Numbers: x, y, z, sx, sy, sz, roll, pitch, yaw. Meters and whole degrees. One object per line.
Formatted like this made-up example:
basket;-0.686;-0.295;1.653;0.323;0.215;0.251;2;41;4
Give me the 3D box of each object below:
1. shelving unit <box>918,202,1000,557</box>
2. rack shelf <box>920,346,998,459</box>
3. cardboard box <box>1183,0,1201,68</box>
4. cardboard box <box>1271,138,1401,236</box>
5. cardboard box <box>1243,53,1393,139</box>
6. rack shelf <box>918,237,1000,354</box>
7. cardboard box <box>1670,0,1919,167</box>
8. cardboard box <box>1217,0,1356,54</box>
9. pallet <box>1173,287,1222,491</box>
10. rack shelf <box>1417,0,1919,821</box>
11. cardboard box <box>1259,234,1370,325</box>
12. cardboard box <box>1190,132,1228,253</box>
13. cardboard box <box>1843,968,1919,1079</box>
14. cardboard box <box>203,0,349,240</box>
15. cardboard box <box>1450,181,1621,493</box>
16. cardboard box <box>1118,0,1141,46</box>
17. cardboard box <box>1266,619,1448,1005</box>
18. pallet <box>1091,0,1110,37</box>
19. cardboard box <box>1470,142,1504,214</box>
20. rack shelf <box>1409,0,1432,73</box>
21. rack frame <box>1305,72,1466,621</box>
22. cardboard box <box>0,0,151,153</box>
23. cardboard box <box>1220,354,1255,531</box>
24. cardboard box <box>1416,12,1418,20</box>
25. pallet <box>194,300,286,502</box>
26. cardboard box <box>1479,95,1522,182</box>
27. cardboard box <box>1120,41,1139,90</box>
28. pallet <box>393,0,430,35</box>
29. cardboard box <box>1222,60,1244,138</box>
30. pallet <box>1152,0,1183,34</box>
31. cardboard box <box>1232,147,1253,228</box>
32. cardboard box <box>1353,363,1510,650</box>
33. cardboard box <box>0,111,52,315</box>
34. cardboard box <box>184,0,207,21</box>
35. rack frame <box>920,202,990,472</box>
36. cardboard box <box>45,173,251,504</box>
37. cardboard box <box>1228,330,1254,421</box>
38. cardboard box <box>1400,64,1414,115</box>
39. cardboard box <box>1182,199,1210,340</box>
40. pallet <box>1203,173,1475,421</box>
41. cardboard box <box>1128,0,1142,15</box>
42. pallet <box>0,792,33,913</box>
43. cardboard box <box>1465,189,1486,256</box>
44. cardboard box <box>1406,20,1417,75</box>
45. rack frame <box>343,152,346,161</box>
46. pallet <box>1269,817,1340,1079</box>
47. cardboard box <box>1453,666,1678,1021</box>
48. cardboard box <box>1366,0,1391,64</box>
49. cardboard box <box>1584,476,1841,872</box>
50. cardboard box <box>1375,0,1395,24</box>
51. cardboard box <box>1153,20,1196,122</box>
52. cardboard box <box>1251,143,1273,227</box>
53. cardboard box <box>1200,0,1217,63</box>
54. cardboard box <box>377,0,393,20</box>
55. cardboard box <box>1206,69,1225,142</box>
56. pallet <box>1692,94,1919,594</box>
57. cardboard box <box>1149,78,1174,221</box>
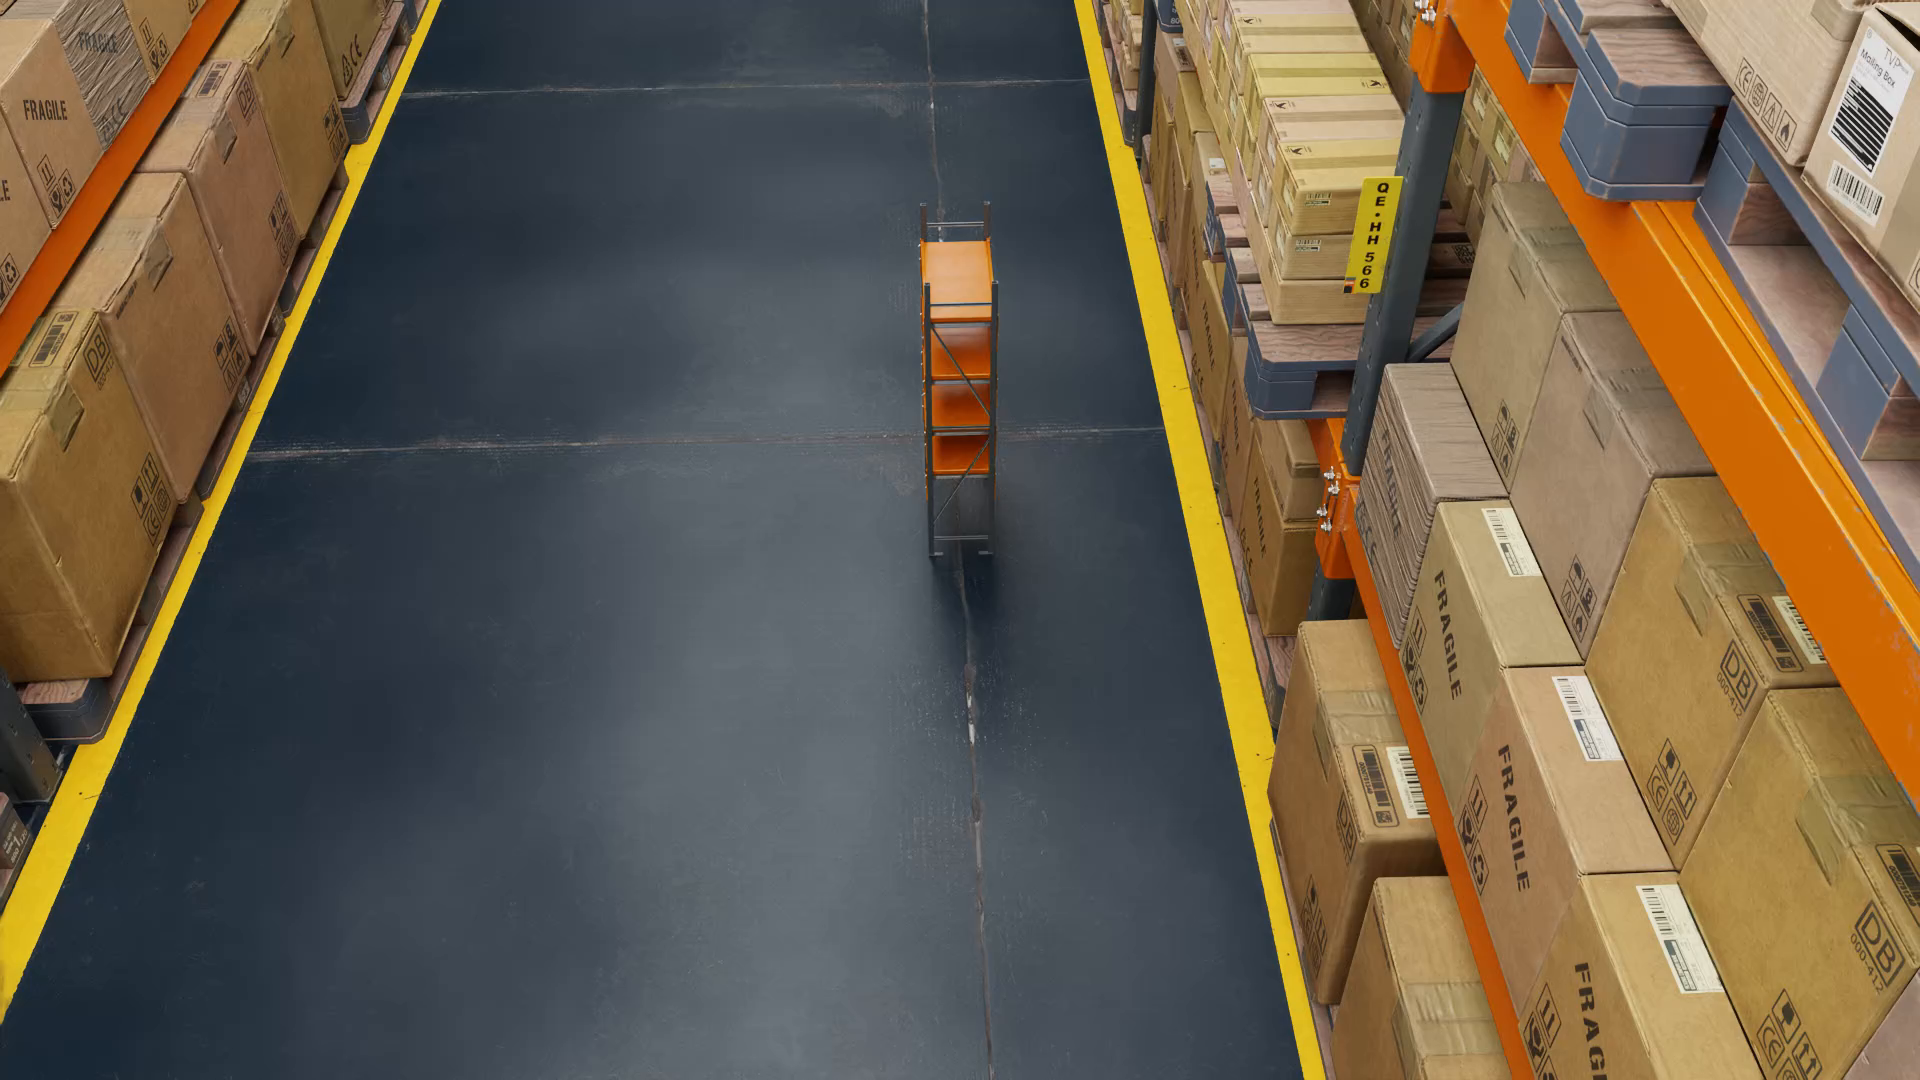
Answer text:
shelving unit;-0.007;-0.554;5.966;0.258;1.200;0.503;-2;43;-2
rack shelf;-0.007;-0.504;6.012;0.258;0.148;0.480;-2;43;-2
cardboard box;1.001;-1.792;5.861;0.380;0.149;0.250;-3;43;-4
cardboard box;1.066;-0.960;4.512;0.380;0.149;0.250;-3;43;-3
cardboard box;1.047;-1.306;4.890;0.380;0.149;0.250;0;43;0
rack shelf;-0.007;-0.844;5.701;0.258;0.148;0.480;-2;43;-2
cardboard box;1.378;-0.770;2.376;0.500;0.250;0.500;-1;43;-1
cardboard box;1.028;-1.649;5.264;0.380;0.149;0.250;-2;43;-2
pallet;1.465;-0.682;6.838;1.003;0.211;1.213;-2;43;-2
rack shelf;1.630;0.149;2.180;1.077;0.370;4.000;-2;43;-2
cardboard box;1.065;-0.743;4.715;0.380;0.149;0.250;-1;43;-1
cardboard box;1.185;-1.360;6.498;0.500;0.250;0.500;0;43;0
cardboard box;1.643;0.911;2.222;0.700;0.500;0.500;-1;43;-1
cardboard box;-3.537;-1.927;7.394;1.225;0.875;0.875;-2;43;-2
cardboard box;1.554;-0.463;3.721;0.700;0.500;0.500;-2;43;-2
cardboard box;1.021;-2.660;8.511;0.380;0.149;0.250;-4;43;-4
cardboard box;1.481;0.728;4.590;1.050;0.750;0.750;-2;43;-2
pallet;1.257;-3.311;9.706;1.003;0.211;1.213;-2;43;-2
cardboard box;1.712;-1.048;4.828;0.380;0.149;0.250;0;43;0
rack shelf;1.460;-2.551;5.126;1.077;0.370;4.000;-2;43;-2
rack frame;1.545;-0.361;4.423;1.000;3.000;0.127;-2;43;-2
cardboard box;-3.232;-1.691;5.801;0.500;0.500;0.500;-1;43;-2
cardboard box;1.238;-0.381;5.985;0.500;0.500;0.500;0;43;0
cardboard box;1.675;-1.668;5.285;0.380;0.149;0.250;0;43;0
pallet;-3.421;-0.615;6.764;1.003;0.211;1.213;-2;43;-2
cardboard box;1.705;-1.141;4.710;0.380;0.149;0.250;-3;43;-3
cardboard box;1.018;-2.420;8.469;0.380;0.149;0.250;-1;43;-1
pallet;-3.593;-3.300;9.694;1.003;0.211;1.213;-2;43;-2
cardboard box;1.032;-1.379;5.190;0.380;0.149;0.250;-2;43;-2
pallet;1.263;-2.470;6.867;1.003;0.211;1.213;-2;43;-2
cardboard box;1.045;-1.084;5.088;0.380;0.149;0.250;-1;43;-1
cardboard box;1.295;-0.087;4.051;0.500;0.500;0.500;-1;43;-1
cardboard box;-3.187;-1.007;5.055;0.500;0.500;0.500;-3;43;-3
cardboard box;-3.277;-2.382;6.554;0.500;0.500;0.500;0;43;0
rack frame;-0.017;-0.719;6.146;0.240;1.200;0.015;-2;43;-2
cardboard box;-3.453;-0.726;6.084;1.225;0.875;0.875;-2;43;-2
cardboard box;1.222;-0.665;5.740;0.500;0.250;0.500;-1;43;-1
cardboard box;1.678;-1.456;5.493;0.380;0.149;0.250;0;43;0
cardboard box;1.202;-1.077;6.745;0.500;0.500;0.500;-1;43;-1
pallet;1.409;-0.768;5.010;1.213;0.211;1.003;-2;43;-2
cardboard box;1.050;-2.788;8.431;0.380;0.149;0.250;-1;43;-1
pallet;-3.383;1.269;4.709;1.003;0.211;1.213;-2;43;-2
cardboard box;1.717;-0.912;4.900;0.380;0.149;0.250;0;43;0
cardboard box;1.676;-1.566;5.394;0.380;0.149;0.250;-2;43;-2
rack frame;-3.584;-2.987;7.289;1.000;3.000;0.127;-2;43;-2
pallet;1.504;1.202;4.783;1.003;0.211;1.213;-2;43;-2
cardboard box;1.340;0.597;3.305;0.500;0.500;0.500;-2;43;-2
cardboard box;1.660;-1.801;5.870;0.380;0.149;0.250;-3;43;-3
cardboard box;1.601;0.225;2.971;0.700;0.500;0.500;-2;43;-2
cardboard box;1.654;-1.916;5.775;0.380;0.149;0.250;0;43;0
cardboard box;1.143;-2.064;7.266;0.500;0.250;0.500;-3;43;-4
cardboard box;1.056;-1.033;4.812;0.380;0.149;0.250;0;43;0
cardboard box;1.012;-1.724;5.565;0.380;0.149;0.250;-1;43;-1
cardboard box;-3.571;-3.414;9.016;0.875;0.875;0.875;-2;43;-2
cardboard box;1.025;-1.434;5.470;0.380;0.149;0.250;-3;43;-4
pallet;1.676;-0.209;2.178;1.003;0.211;1.213;0;43;0
cardboard box;1.142;-1.788;7.520;0.500;0.500;0.500;0;43;0
